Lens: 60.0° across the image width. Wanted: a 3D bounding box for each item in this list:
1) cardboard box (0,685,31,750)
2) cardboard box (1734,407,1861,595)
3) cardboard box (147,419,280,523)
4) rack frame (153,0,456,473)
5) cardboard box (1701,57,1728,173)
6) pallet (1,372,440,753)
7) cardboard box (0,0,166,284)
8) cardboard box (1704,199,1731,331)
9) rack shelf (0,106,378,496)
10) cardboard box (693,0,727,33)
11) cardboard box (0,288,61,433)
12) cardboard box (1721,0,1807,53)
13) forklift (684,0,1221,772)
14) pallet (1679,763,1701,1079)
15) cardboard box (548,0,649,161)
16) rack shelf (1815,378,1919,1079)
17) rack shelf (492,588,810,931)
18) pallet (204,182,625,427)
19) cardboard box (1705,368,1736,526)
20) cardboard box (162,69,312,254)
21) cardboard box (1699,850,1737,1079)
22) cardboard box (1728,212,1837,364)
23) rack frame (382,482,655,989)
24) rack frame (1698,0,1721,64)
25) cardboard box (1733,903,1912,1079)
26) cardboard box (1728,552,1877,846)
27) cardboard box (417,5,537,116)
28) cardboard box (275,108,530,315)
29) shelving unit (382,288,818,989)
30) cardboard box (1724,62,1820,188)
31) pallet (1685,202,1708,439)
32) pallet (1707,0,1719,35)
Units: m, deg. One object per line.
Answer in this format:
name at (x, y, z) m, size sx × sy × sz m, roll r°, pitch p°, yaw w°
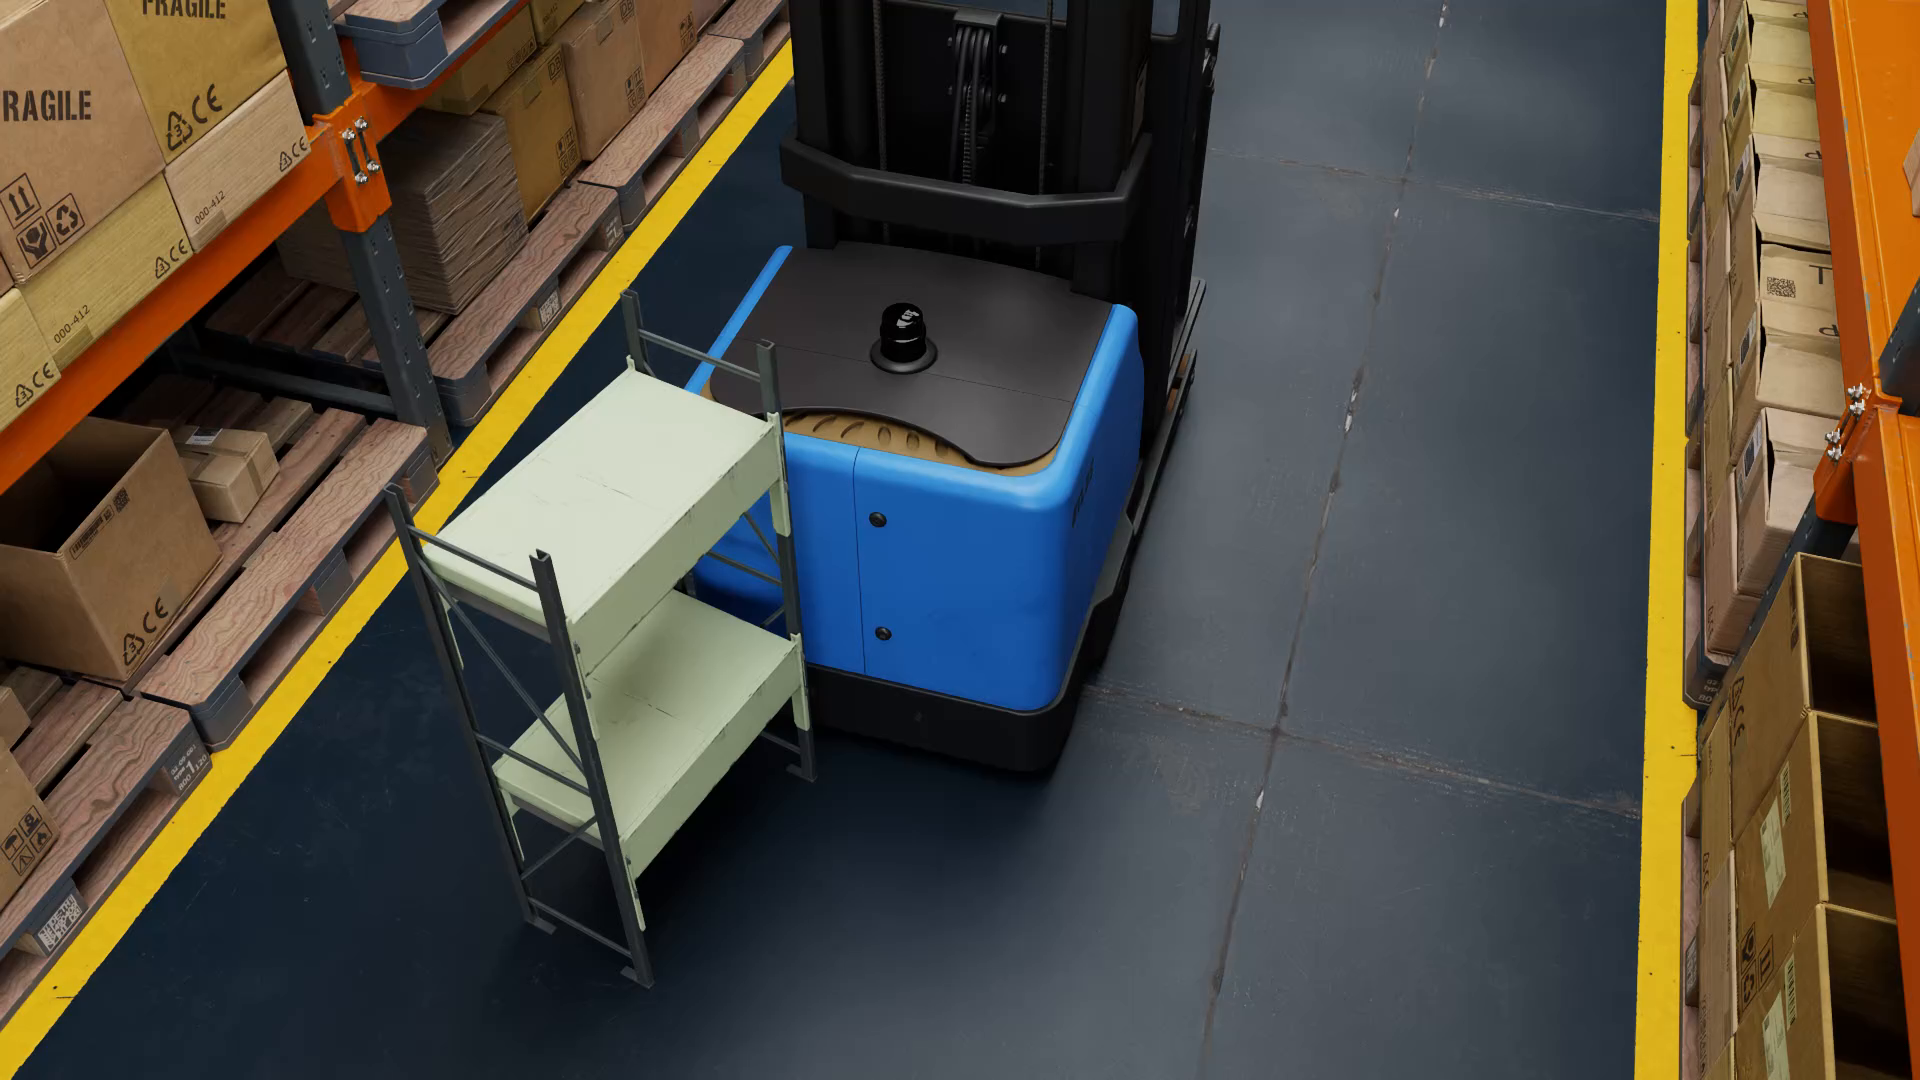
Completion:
cardboard box at (-2.685, 0.489, 4.329) m, size 0.380 × 0.149 × 0.250 m, roll 9°, pitch 45°, yaw 9°
cardboard box at (2.390, -0.086, 4.458) m, size 0.500 × 0.311 × 0.500 m, roll 13°, pitch 46°, yaw 13°
cardboard box at (-2.315, -0.216, 5.037) m, size 0.380 × 0.166 × 0.250 m, roll 7°, pitch 45°, yaw 7°
rack frame at (-2.181, -1.434, 4.571) m, size 1.000 × 3.000 × 0.127 m, roll 13°, pitch 46°, yaw 13°
cardboard box at (3.163, -1.599, 6.405) m, size 0.500 × 0.250 × 0.500 m, roll 11°, pitch 46°, yaw 11°
pallet at (-2.351, 0.017, 5.081) m, size 1.003 × 0.211 × 1.213 m, roll 13°, pitch 46°, yaw 13°
cardboard box at (-2.175, -0.942, 3.624) m, size 0.500 × 0.500 × 0.500 m, roll 12°, pitch 46°, yaw 12°
cardboard box at (2.855, -0.910, 5.701) m, size 0.500 × 0.250 × 0.500 m, roll 13°, pitch 46°, yaw 13°
rack shelf at (-2.787, 0.156, 3.461) m, size 1.077 × 0.370 × 4.000 m, roll 13°, pitch 46°, yaw 13°
cardboard box at (-1.405, -2.555, 7.189) m, size 0.700 × 0.500 × 0.500 m, roll 12°, pitch 46°, yaw 12°
cardboard box at (-2.332, -0.339, 3.545) m, size 0.500 × 0.250 × 0.500 m, roll 12°, pitch 46°, yaw 12°
cardboard box at (3.314, -2.135, 6.552) m, size 0.500 × 0.311 × 0.500 m, roll 14°, pitch 46°, yaw 14°
forklift at (0.182, -1.469, 4.656) m, size 1.130 × 2.935 × 3.031 m, roll 12°, pitch 46°, yaw 12°
pallet at (2.260, 1.130, 3.944) m, size 1.003 × 0.211 × 1.213 m, roll 13°, pitch 46°, yaw 13°
cardboard box at (-1.672, -1.879, 6.498) m, size 0.700 × 0.500 × 0.500 m, roll 13°, pitch 46°, yaw 13°
rack shelf at (1.935, 1.202, 2.391) m, size 1.077 × 0.370 × 4.000 m, roll 13°, pitch 46°, yaw 13°
rack shelf at (-0.754, 0.511, 4.122) m, size 0.431 × 0.370 × 0.720 m, roll 22°, pitch 48°, yaw 21°
pallet at (-1.947, -0.957, 6.077) m, size 1.003 × 0.211 × 1.213 m, roll 13°, pitch 46°, yaw 13°
cardboard box at (2.545, -0.230, 5.006) m, size 0.500 × 0.250 × 0.500 m, roll 12°, pitch 46°, yaw 12°
cardboard box at (-2.036, -1.008, 4.228) m, size 0.500 × 0.250 × 0.500 m, roll 13°, pitch 46°, yaw 13°
cardboard box at (1.955, 1.022, 3.727) m, size 0.500 × 0.250 × 0.500 m, roll 13°, pitch 46°, yaw 13°
cardboard box at (2.695, -0.766, 5.153) m, size 0.500 × 0.311 × 0.500 m, roll 12°, pitch 46°, yaw 12°
rack frame at (-0.936, 0.500, 3.667) m, size 0.400 × 1.500 × 0.023 m, roll 22°, pitch 48°, yaw 21°
rack frame at (3.752, -3.054, 6.226) m, size 1.000 × 3.000 × 0.127 m, roll 13°, pitch 46°, yaw 13°
cardboard box at (1.800, 1.086, 3.125) m, size 0.500 × 0.500 × 0.500 m, roll 13°, pitch 46°, yaw 13°
cardboard box at (2.102, 0.420, 3.806) m, size 0.500 × 0.500 × 0.500 m, roll 13°, pitch 46°, yaw 13°
cardboard box at (-1.844, -1.755, 5.835) m, size 0.500 × 0.250 × 0.500 m, roll 12°, pitch 46°, yaw 12°
cardboard box at (-1.974, -1.192, 5.797) m, size 0.700 × 0.500 × 0.500 m, roll 14°, pitch 46°, yaw 14°
shelving unit at (-0.754, 0.278, 3.894) m, size 0.431 × 1.500 × 0.755 m, roll 22°, pitch 48°, yaw 21°
cardboard box at (3.006, -1.443, 5.845) m, size 0.500 × 0.311 × 0.500 m, roll 11°, pitch 46°, yaw 11°
pallet at (3.095, -0.706, 5.821) m, size 1.003 × 0.211 × 1.213 m, roll 13°, pitch 46°, yaw 13°
pallet at (4.015, -2.547, 7.702) m, size 1.003 × 0.211 × 1.213 m, roll 13°, pitch 46°, yaw 13°
